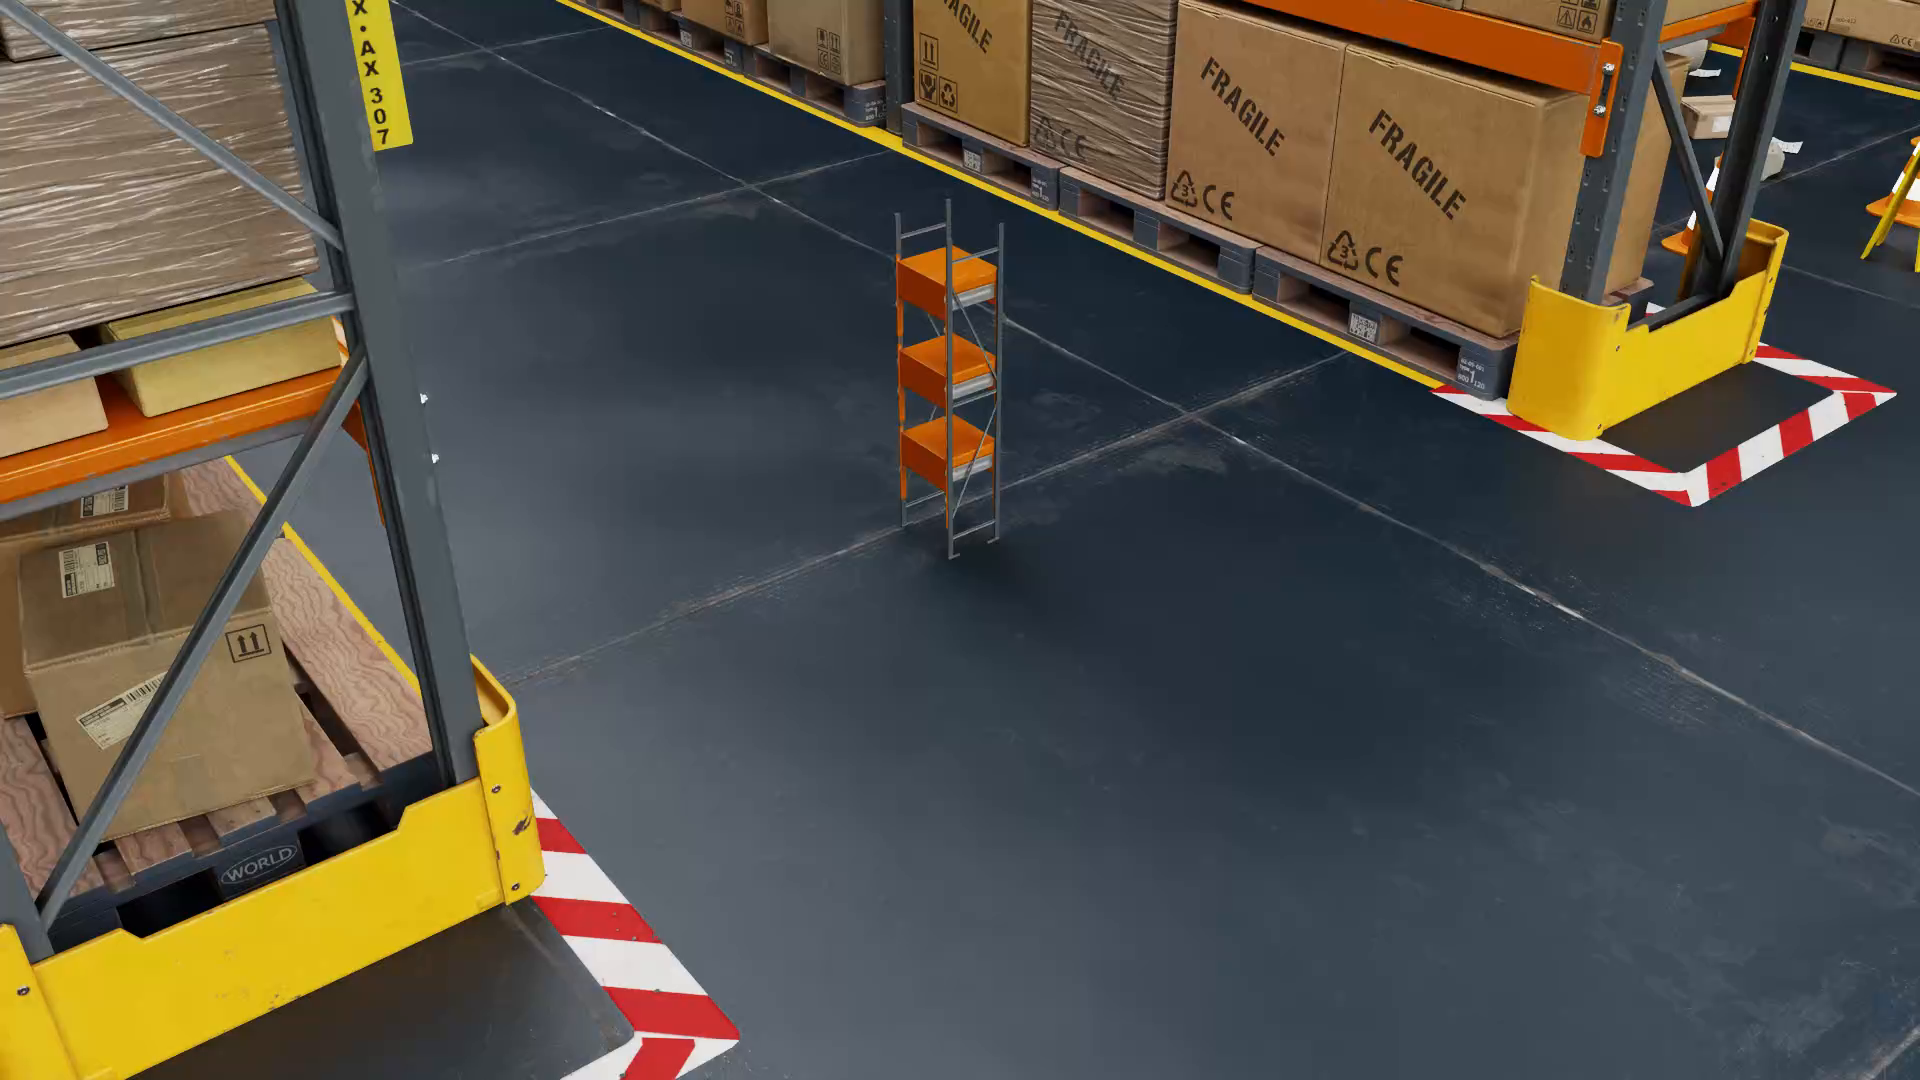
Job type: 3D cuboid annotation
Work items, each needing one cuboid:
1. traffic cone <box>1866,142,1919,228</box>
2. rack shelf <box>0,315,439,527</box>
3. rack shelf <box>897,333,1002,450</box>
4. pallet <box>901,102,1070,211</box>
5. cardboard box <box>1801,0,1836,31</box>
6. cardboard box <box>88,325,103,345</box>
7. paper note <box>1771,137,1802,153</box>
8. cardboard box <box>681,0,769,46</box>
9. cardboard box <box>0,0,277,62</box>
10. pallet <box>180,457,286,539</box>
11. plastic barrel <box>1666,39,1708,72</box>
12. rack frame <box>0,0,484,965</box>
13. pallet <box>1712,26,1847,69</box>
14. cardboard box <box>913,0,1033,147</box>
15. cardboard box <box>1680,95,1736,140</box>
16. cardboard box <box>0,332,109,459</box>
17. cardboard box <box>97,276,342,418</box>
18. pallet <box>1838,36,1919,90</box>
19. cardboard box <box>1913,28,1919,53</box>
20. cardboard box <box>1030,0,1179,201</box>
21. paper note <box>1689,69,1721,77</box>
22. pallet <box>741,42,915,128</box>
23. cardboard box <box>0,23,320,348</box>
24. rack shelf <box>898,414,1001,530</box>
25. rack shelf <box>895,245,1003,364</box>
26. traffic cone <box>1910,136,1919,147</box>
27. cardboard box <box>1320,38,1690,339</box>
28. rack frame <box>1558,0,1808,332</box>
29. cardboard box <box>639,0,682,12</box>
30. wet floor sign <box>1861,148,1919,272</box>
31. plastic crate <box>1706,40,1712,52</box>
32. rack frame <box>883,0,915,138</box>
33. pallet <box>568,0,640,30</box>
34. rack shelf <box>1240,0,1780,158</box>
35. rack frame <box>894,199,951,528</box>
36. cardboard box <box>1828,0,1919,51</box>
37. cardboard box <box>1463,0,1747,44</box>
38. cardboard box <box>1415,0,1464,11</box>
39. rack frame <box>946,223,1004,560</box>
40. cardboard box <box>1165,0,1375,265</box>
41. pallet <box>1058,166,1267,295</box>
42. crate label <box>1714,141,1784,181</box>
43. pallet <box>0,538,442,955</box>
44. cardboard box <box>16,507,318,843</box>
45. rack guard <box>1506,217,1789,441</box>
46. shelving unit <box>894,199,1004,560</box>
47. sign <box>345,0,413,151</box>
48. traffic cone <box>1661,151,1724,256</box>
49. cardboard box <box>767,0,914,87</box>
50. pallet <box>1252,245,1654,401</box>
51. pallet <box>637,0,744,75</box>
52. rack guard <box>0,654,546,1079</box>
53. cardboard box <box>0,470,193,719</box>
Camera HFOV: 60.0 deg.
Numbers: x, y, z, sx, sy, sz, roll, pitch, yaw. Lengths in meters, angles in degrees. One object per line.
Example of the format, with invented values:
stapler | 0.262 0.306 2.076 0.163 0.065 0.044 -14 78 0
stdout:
traffic cone | 4.396 -1.704 7.554 0.336 0.463 0.334 -22 38 -31
rack shelf | -2.707 -0.842 4.444 1.077 0.370 4.000 -22 38 -31
rack shelf | -0.033 -0.459 5.014 0.215 0.259 0.240 -22 38 -31
pallet | 0.451 -2.017 8.297 1.003 0.211 1.213 -22 38 -31
cardboard box | 5.002 -3.215 9.792 0.500 0.250 0.500 -24 39 -33
cardboard box | -1.606 -0.514 3.472 0.380 0.149 0.250 -22 38 -31
paper note | 4.195 -2.009 8.456 0.142 0.019 0.148 18 36 27
cardboard box | -0.994 -3.399 9.614 1.050 0.750 0.750 -22 38 -31
cardboard box | -1.603 -1.225 3.055 0.500 0.500 0.500 -22 38 -31
pallet | -2.742 -0.019 5.081 1.003 0.211 1.213 -22 38 -31
plastic barrel | 3.885 -2.797 9.352 0.512 0.421 0.421 1 32 2
rack frame | -1.481 -0.314 2.912 1.000 3.000 0.127 -22 38 -31
pallet | 5.086 -3.225 10.243 1.003 0.211 1.213 -22 38 -31
cardboard box | 0.377 -2.535 8.104 0.875 0.875 0.875 -22 38 -31
cardboard box | 3.948 -2.202 8.654 0.380 0.149 0.250 -4 32 -7
cardboard box | -1.819 -0.259 3.062 0.380 0.149 0.250 -22 38 -31
cardboard box | -1.467 -0.403 3.294 0.380 0.149 0.250 -22 38 -31
pallet | 5.830 -2.717 9.425 1.003 0.211 1.213 -22 38 -31
cardboard box | 5.624 -2.790 9.108 0.500 0.250 0.500 -22 38 -32
cardboard box | 0.932 -2.160 7.501 0.875 0.875 0.875 -22 38 -31
paper note | 4.279 -2.688 9.549 0.148 0.019 0.142 18 36 27
pallet | -0.487 -2.656 9.327 1.003 0.211 1.213 -22 38 -31
cardboard box | -1.797 -0.721 3.191 0.875 0.500 0.500 -22 38 -31
rack shelf | -0.033 -0.223 5.161 0.215 0.259 0.240 -22 38 -31
rack shelf | -0.033 -0.700 4.865 0.215 0.259 0.240 -22 38 -31
traffic cone | 5.064 -2.204 8.361 0.336 0.463 0.334 -22 38 -31
cardboard box | 2.031 -1.414 6.299 0.875 0.875 0.875 -22 38 -31
rack frame | 2.499 -1.877 5.428 1.000 3.000 0.127 -22 38 -31
cardboard box | -1.566 -3.787 10.239 1.050 0.750 0.750 -22 38 -31
wet floor sign | 4.081 -1.505 7.062 0.232 0.644 0.267 26 40 35
plastic crate | 4.209 -3.027 10.049 0.583 0.080 0.402 18 36 27
rack frame | 0.046 -3.544 8.113 1.000 3.000 0.127 -22 38 -31
pallet | -1.983 -3.673 10.964 1.003 0.211 1.213 -22 38 -31
rack shelf | 1.273 -2.405 6.960 1.077 0.370 4.000 -22 38 -31
rack frame | -0.108 -0.519 5.091 0.200 1.050 0.008 -22 38 -31
cardboard box | 5.328 -2.999 9.443 0.500 0.250 0.500 -22 38 -31
cardboard box | 2.236 -2.080 5.614 0.875 0.550 0.550 -22 38 -31
cardboard box | 1.881 -2.302 5.972 0.875 0.550 0.550 -22 38 -31
rack frame | 0.042 -0.417 4.927 0.200 1.050 0.008 -22 38 -31
cardboard box | 1.490 -1.780 6.888 0.875 0.875 0.875 -23 39 -32
pallet | 1.203 -1.508 7.478 1.003 0.211 1.213 -22 38 -31
crate label | 3.865 -1.873 8.135 0.298 0.136 0.250 12 34 19
pallet | -1.998 0.489 4.263 1.003 0.211 1.213 -22 38 -31
cardboard box | -1.851 0.304 3.889 0.500 0.500 0.500 -15 35 -23
rack guard | 2.514 -0.805 6.072 1.175 0.500 0.348 -22 38 -31
shelving unit | -0.033 -0.468 5.009 0.215 1.050 0.252 -22 38 -31
sign | -1.052 -0.857 2.967 0.100 0.325 0.005 -22 38 -31
traffic cone | 3.295 -1.480 7.194 0.336 0.463 0.334 -22 38 -31
cardboard box | -0.406 -2.996 8.965 1.050 0.750 0.750 -22 38 -32
pallet | 1.947 -1.000 6.660 1.003 0.211 1.213 -22 38 -31
pallet | -1.239 -3.165 10.146 1.003 0.211 1.213 -22 38 -31
rack guard | -1.528 0.716 3.623 1.175 0.500 0.348 -22 38 -31
cardboard box | -2.244 0.066 4.272 0.500 0.500 0.500 -12 34 -19
